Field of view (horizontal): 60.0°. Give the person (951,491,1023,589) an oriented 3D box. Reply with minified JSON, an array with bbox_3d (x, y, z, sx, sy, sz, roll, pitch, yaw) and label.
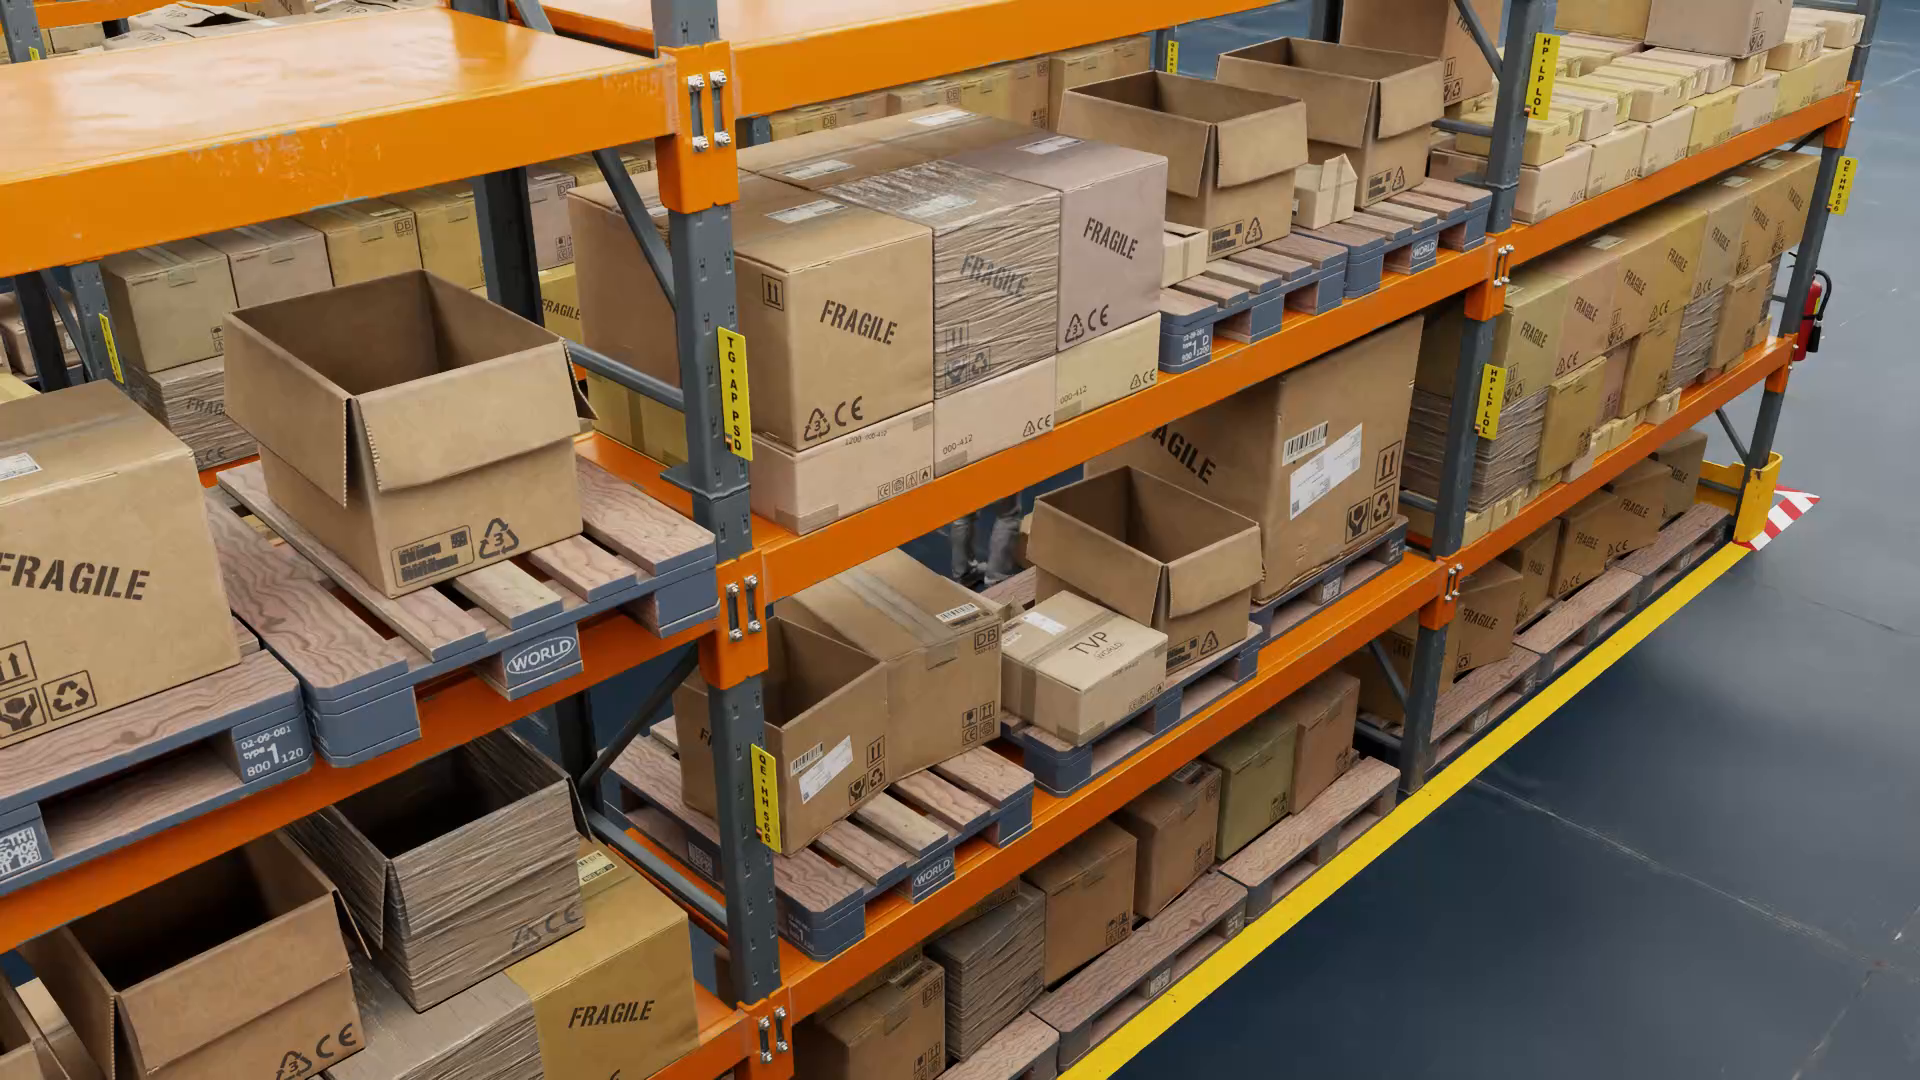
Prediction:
[{"bbox_3d":[0.110,-0.502,9.563,0.372,1.800,0.575,-25,36,-39],"label":"person"}]
